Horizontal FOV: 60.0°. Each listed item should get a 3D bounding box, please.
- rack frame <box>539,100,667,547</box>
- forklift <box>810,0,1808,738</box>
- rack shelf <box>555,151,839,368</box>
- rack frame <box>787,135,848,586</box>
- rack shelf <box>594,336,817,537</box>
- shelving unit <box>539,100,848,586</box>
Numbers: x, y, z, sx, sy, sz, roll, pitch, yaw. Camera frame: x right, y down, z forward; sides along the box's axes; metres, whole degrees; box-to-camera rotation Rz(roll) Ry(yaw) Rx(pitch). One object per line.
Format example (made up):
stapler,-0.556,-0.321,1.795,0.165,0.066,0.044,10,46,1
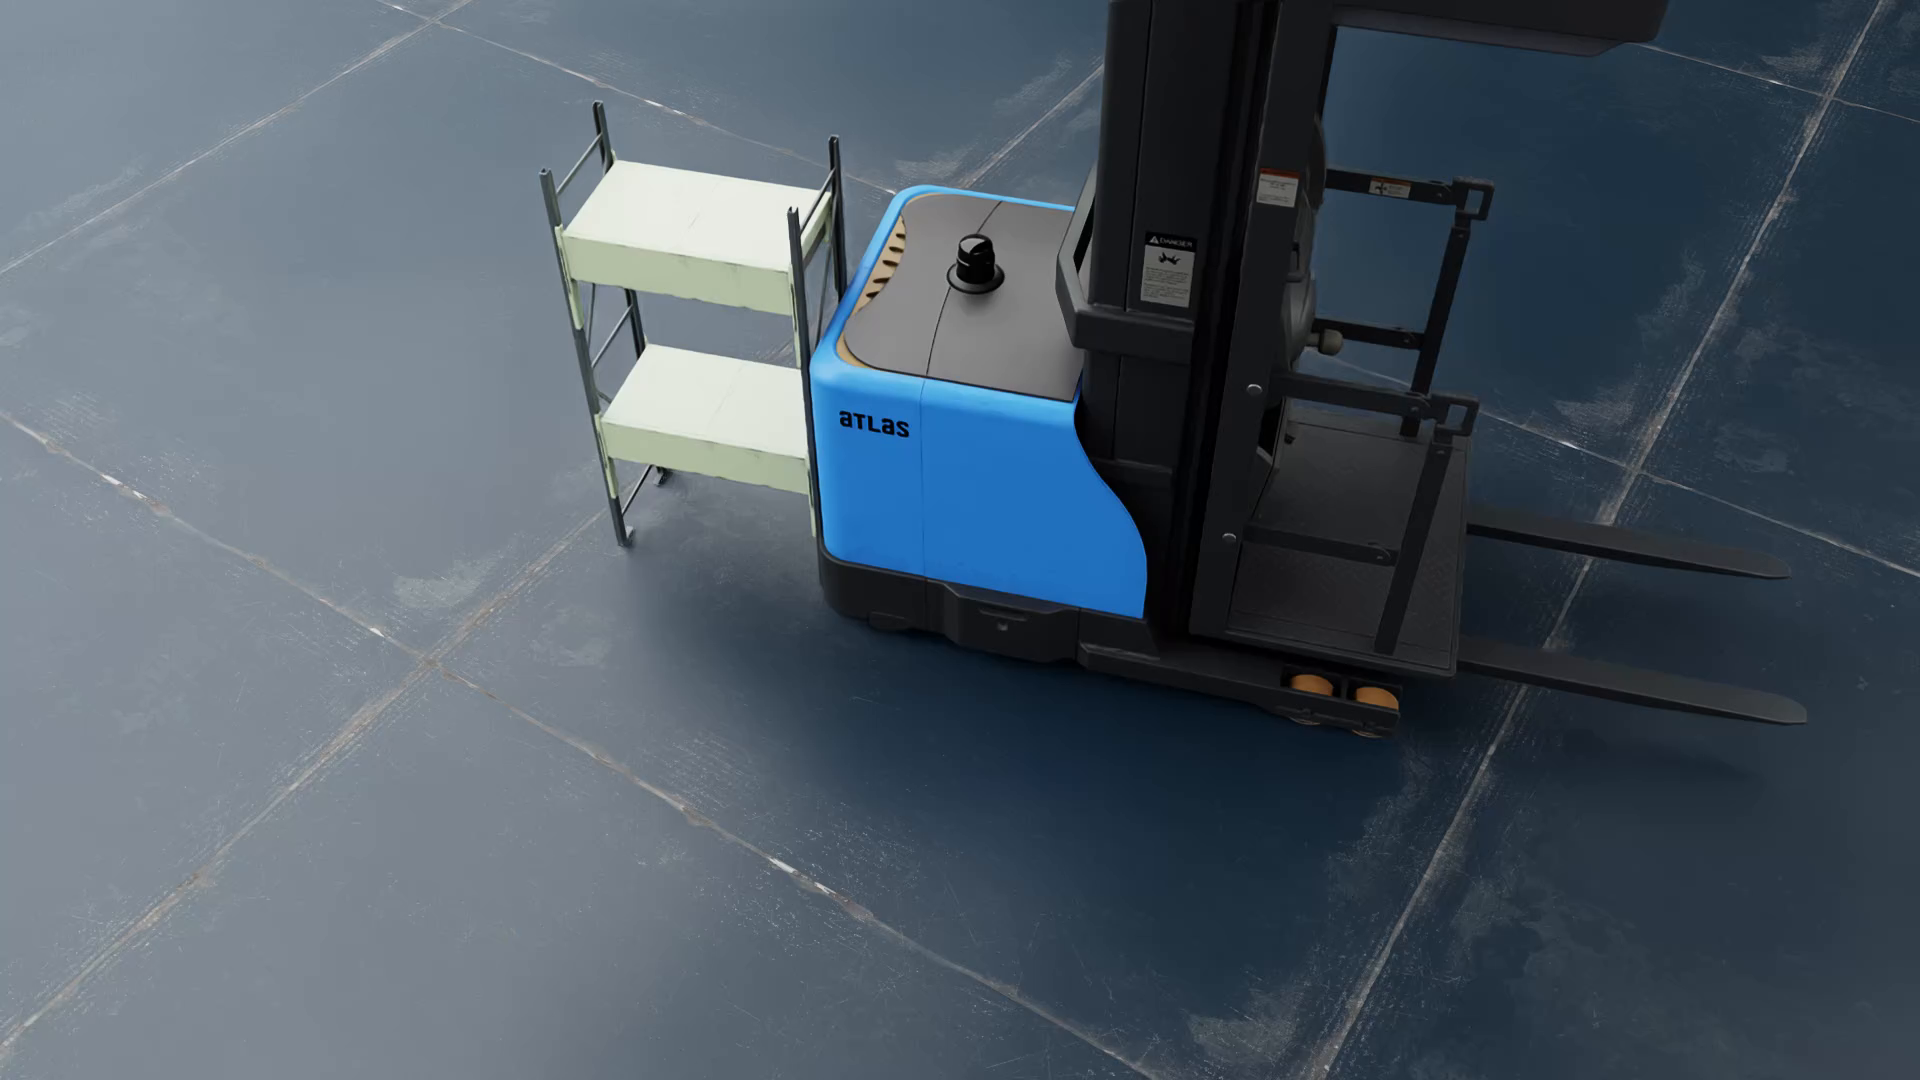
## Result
rack frame,-1.118,-0.640,5.326,0.023,1.500,0.400,11,47,10
forklift,1.126,-0.834,4.517,3.031,2.935,1.130,11,47,10
rack shelf,-0.764,-0.845,4.981,0.720,0.370,0.431,11,47,10
rack frame,-0.410,-0.506,5.196,0.023,1.500,0.400,11,47,10
rack shelf,-0.764,-0.346,5.495,0.720,0.370,0.431,11,47,10
shelving unit,-0.764,-0.573,5.261,0.755,1.500,0.431,11,47,10
